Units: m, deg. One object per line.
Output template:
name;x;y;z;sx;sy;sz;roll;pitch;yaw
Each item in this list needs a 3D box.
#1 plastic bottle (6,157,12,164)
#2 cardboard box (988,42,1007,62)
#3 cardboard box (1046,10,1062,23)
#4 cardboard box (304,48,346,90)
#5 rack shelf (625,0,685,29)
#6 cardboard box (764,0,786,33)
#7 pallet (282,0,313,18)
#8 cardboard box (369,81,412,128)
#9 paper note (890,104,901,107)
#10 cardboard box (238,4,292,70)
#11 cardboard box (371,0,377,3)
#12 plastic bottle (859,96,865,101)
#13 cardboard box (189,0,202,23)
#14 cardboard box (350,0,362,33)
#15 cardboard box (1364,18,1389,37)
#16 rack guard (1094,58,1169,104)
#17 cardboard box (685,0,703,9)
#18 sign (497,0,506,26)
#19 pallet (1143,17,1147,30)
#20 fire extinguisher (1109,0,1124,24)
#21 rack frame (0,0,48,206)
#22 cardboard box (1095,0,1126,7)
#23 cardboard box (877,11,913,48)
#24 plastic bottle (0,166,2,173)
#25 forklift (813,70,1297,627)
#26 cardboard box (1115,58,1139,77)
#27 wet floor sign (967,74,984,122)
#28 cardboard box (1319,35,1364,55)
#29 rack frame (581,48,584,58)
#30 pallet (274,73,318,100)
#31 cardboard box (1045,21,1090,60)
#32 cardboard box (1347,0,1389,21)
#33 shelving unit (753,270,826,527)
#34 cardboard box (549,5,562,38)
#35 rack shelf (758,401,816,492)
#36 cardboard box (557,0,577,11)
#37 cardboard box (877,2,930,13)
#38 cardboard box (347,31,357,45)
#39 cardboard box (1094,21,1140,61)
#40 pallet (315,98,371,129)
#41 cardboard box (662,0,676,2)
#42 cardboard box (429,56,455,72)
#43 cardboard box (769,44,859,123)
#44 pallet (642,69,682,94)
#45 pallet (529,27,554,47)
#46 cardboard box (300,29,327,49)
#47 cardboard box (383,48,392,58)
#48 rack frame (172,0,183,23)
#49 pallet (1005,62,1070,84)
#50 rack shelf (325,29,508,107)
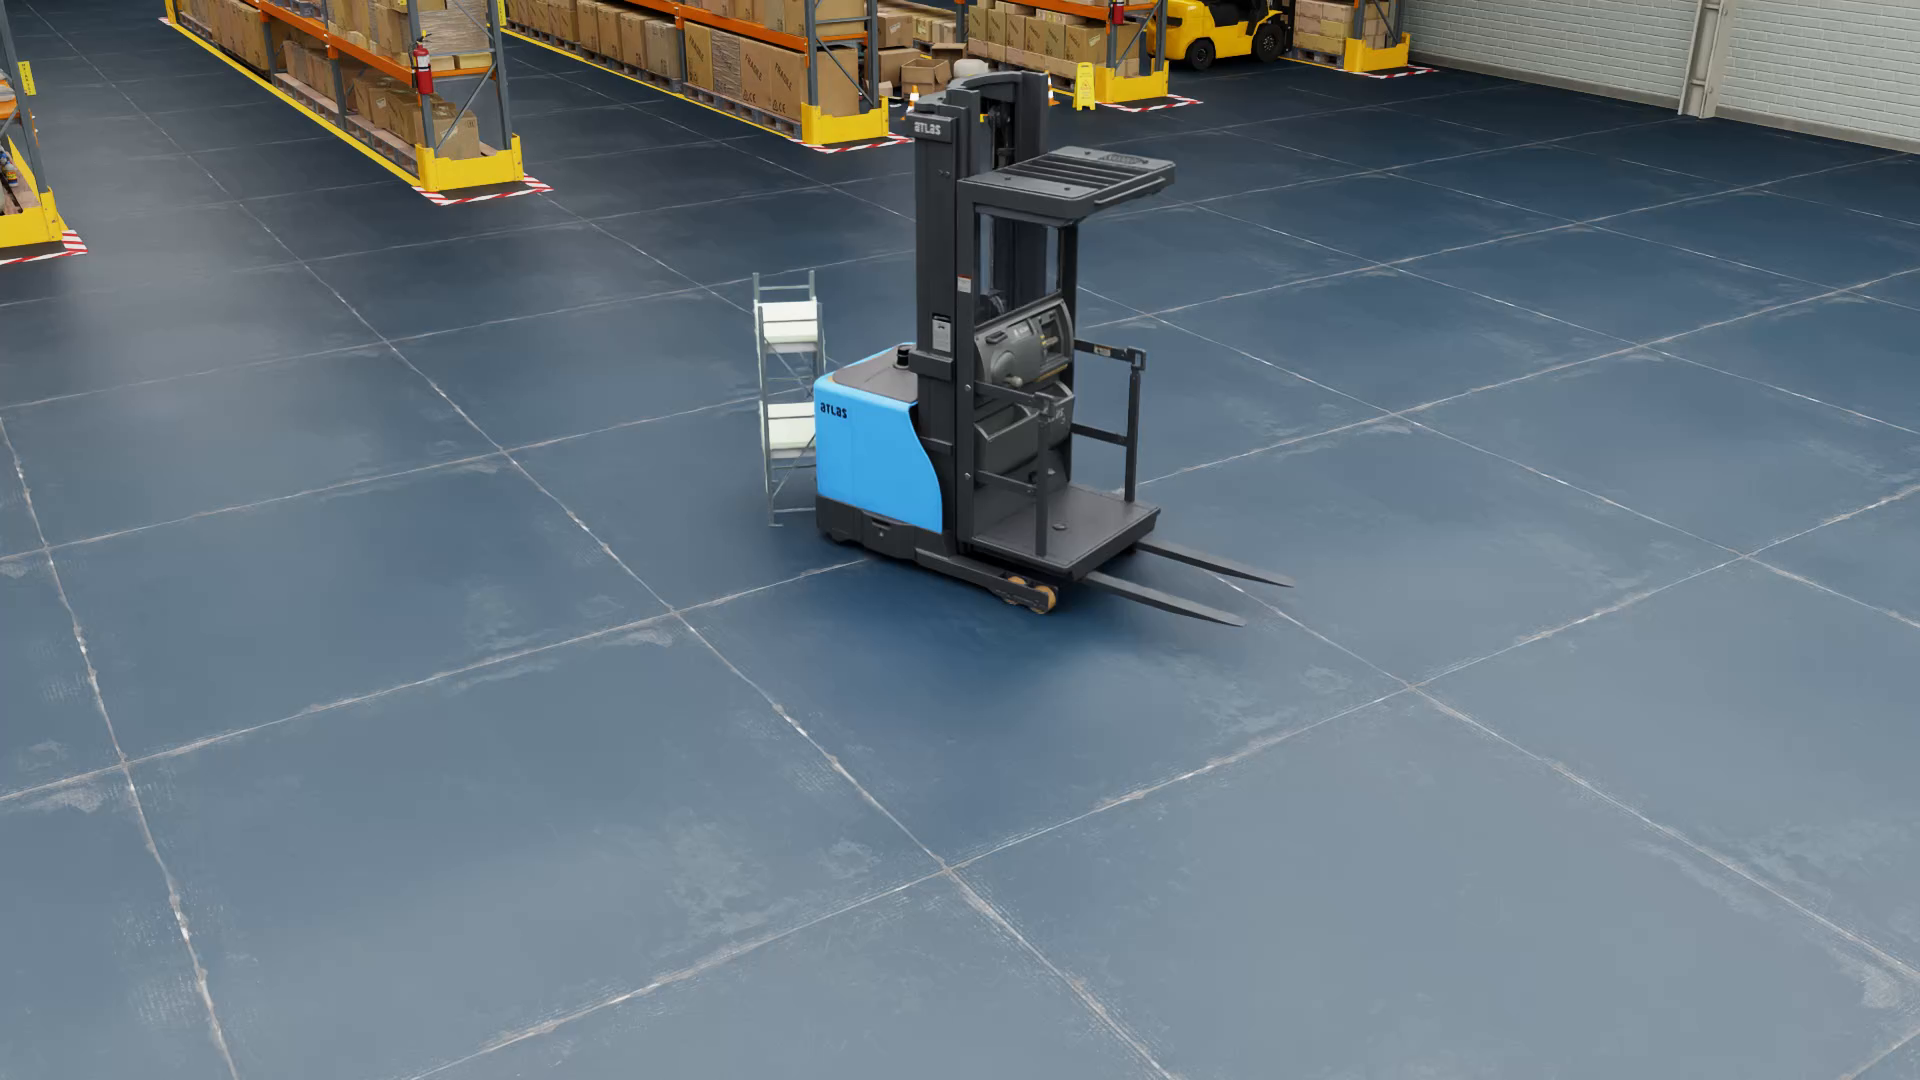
plastic bottle;-10.720;-4.185;18.769;0.061;0.283;0.133;-15;29;-29
cardboard box;0.783;-7.787;26.461;0.500;0.250;0.500;-14;29;-27
cardboard box;1.523;-7.883;25.026;0.380;0.149;0.250;-15;29;-29
cardboard box;-9.089;-6.861;24.183;0.700;0.500;0.500;-13;28;-25
rack shelf;-4.798;-8.503;26.092;1.077;0.370;4.000;-16;29;-30
cardboard box;-2.081;-7.064;22.025;0.875;0.550;0.550;-16;29;-30
pallet;-8.986;-7.639;23.643;1.003;0.211;1.213;-16;29;-30
cardboard box;-7.413;-5.698;21.742;0.500;0.500;0.500;-6;26;-13
paper note;-0.933;-6.281;24.021;0.144;0.017;0.142;-6;26;-12
cardboard box;-10.460;-7.905;25.978;1.225;0.875;0.875;-17;30;-32
cardboard box;-6.789;-6.691;19.773;0.500;0.500;0.500;-16;29;-30
plastic bottle;-1.531;-6.472;24.388;0.133;0.061;0.283;18;31;33
cardboard box;-13.555;-9.979;30.372;0.875;0.875;0.875;-16;29;-30
cardboard box;-7.122;-6.655;20.869;0.875;0.500;0.500;-16;29;-30
cardboard box;6.644;-8.420;27.215;0.500;0.250;0.500;-15;29;-29
rack guard;2.528;-6.769;24.503;1.175;0.500;0.348;-16;29;-30
cardboard box;-3.495;-8.052;24.117;0.875;0.550;0.550;-16;29;-30
sign;-5.279;-6.081;19.103;0.100;0.325;0.005;-16;29;-30
pallet;4.108;-9.455;30.530;1.003;0.211;1.213;-16;29;-30
fire extinguisher;2.246;-7.689;23.614;0.296;0.674;0.183;-16;29;-30
rack frame;-9.883;-4.409;16.575;1.000;3.000;0.127;-16;29;-30
cardboard box;2.186;-7.843;24.144;0.380;0.149;0.250;-14;29;-28
cardboard box;-1.089;-8.089;26.413;0.500;0.500;0.500;-16;29;-30
plastic bottle;-11.020;-4.331;19.172;0.097;0.201;0.097;0;25;0
forklift;0.554;-1.145;9.742;3.031;2.935;1.130;18;30;33
cardboard box;2.361;-7.172;25.157;0.500;0.250;0.500;-16;30;-30
wet floor sign;0.152;-6.069;22.850;0.267;0.644;0.232;-22;33;-38
cardboard box;6.205;-8.071;27.063;0.500;0.250;0.500;-15;29;-29
rack frame;-5.890;-9.544;27.453;1.000;3.000;0.127;-16;29;-30
pallet;-9.675;-6.883;25.084;1.003;0.211;1.213;-16;29;-30
cardboard box;1.626;-7.570;25.121;0.500;0.500;0.500;-14;29;-28
cardboard box;6.623;-8.645;27.107;0.500;0.250;0.500;-16;30;-30
shelving unit;-1.112;-0.937;10.979;0.431;1.500;0.755;-4;26;-8
cardboard box;-6.748;-8.965;28.662;0.500;0.500;0.500;-14;29;-28
rack shelf;-1.112;-0.643;11.118;0.431;0.370;0.720;-4;26;-8
cardboard box;-6.483;-9.126;28.126;0.500;0.250;0.500;-16;30;-31
cardboard box;-1.088;-9.269;29.457;0.950;0.372;0.625;-16;30;-31
cardboard box;-7.520;-6.371;21.027;0.380;0.149;0.250;-16;29;-30
cardboard box;2.348;-7.519;25.015;0.500;0.500;0.500;-17;30;-31
pallet;-8.343;-6.011;23.235;1.003;0.211;1.213;-16;29;-30
cardboard box;-4.215;-8.283;24.665;0.500;0.500;0.500;-16;29;-30
cardboard box;-6.062;-5.503;19.188;0.380;0.149;0.250;-16;29;-30
cardboard box;-1.948;-6.139;22.237;0.875;0.875;0.875;-15;29;-29
pallet;-4.190;-7.111;25.565;1.003;0.211;1.213;-16;29;-30
pallet;-6.977;-8.999;29.565;1.003;0.211;1.213;-16;29;-30
cardboard box;-9.412;-7.412;24.471;0.500;0.250;0.500;-12;28;-24
cardboard box;-6.758;-5.946;20.127;0.380;0.149;0.250;-16;29;-30
rack frame;-14.468;-11.286;31.143;1.000;3.000;0.127;-16;29;-30
pallet;1.453;-7.373;26.121;1.003;0.211;1.213;-16;29;-30
rack shelf;-6.825;-5.953;20.689;1.077;0.370;4.000;-16;29;-30
